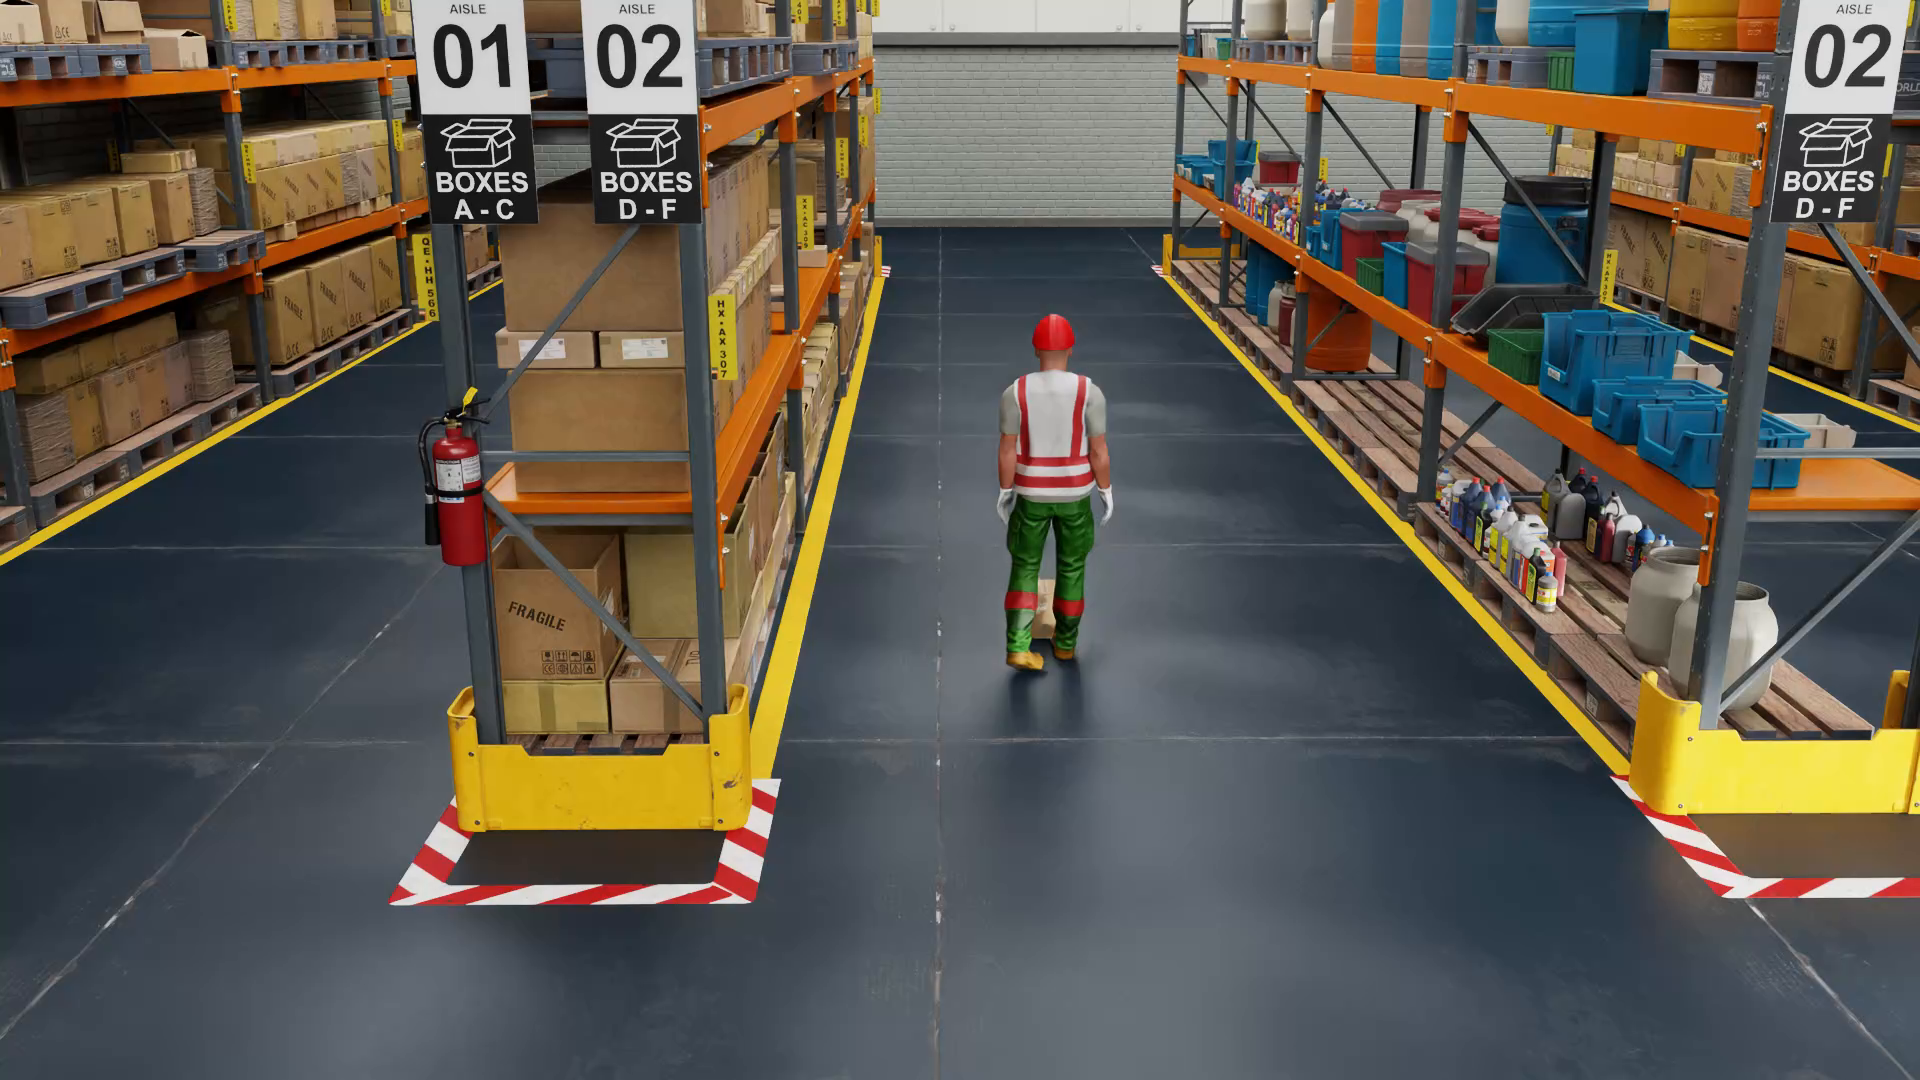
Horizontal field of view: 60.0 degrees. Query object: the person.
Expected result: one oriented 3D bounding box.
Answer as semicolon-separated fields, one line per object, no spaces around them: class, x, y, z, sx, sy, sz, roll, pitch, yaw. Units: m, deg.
person;0.475;-0.234;8.253;0.575;1.793;0.626;2;17;8
